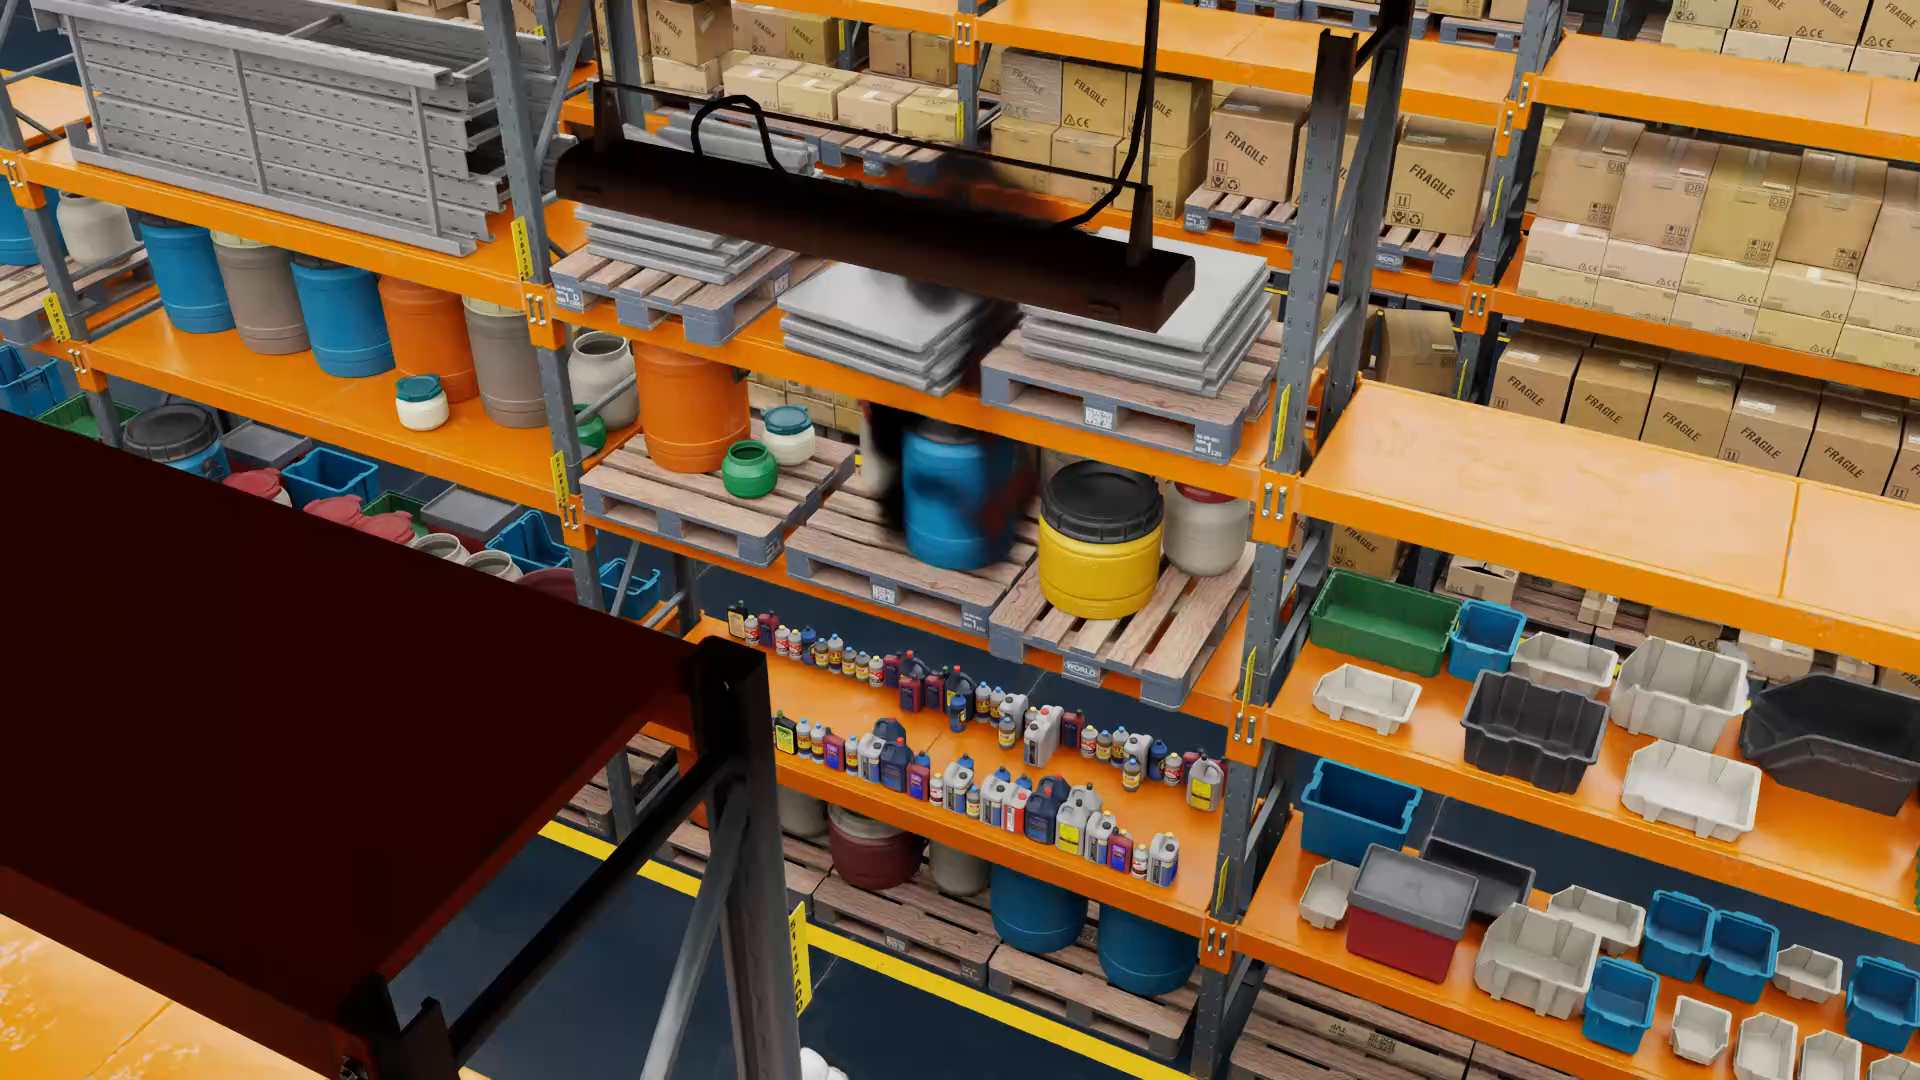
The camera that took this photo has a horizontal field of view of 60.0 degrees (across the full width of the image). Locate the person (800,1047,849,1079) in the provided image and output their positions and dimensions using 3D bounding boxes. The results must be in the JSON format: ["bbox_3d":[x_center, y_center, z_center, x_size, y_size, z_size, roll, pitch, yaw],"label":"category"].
[{"bbox_3d":[-0.739,3.051,7.969,0.770,1.765,0.652,16,38,21],"label":"person"}]

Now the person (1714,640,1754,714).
[{"bbox_3d":[4.879,1.337,10.571,0.613,1.624,0.609,7,36,10],"label":"person"}]
